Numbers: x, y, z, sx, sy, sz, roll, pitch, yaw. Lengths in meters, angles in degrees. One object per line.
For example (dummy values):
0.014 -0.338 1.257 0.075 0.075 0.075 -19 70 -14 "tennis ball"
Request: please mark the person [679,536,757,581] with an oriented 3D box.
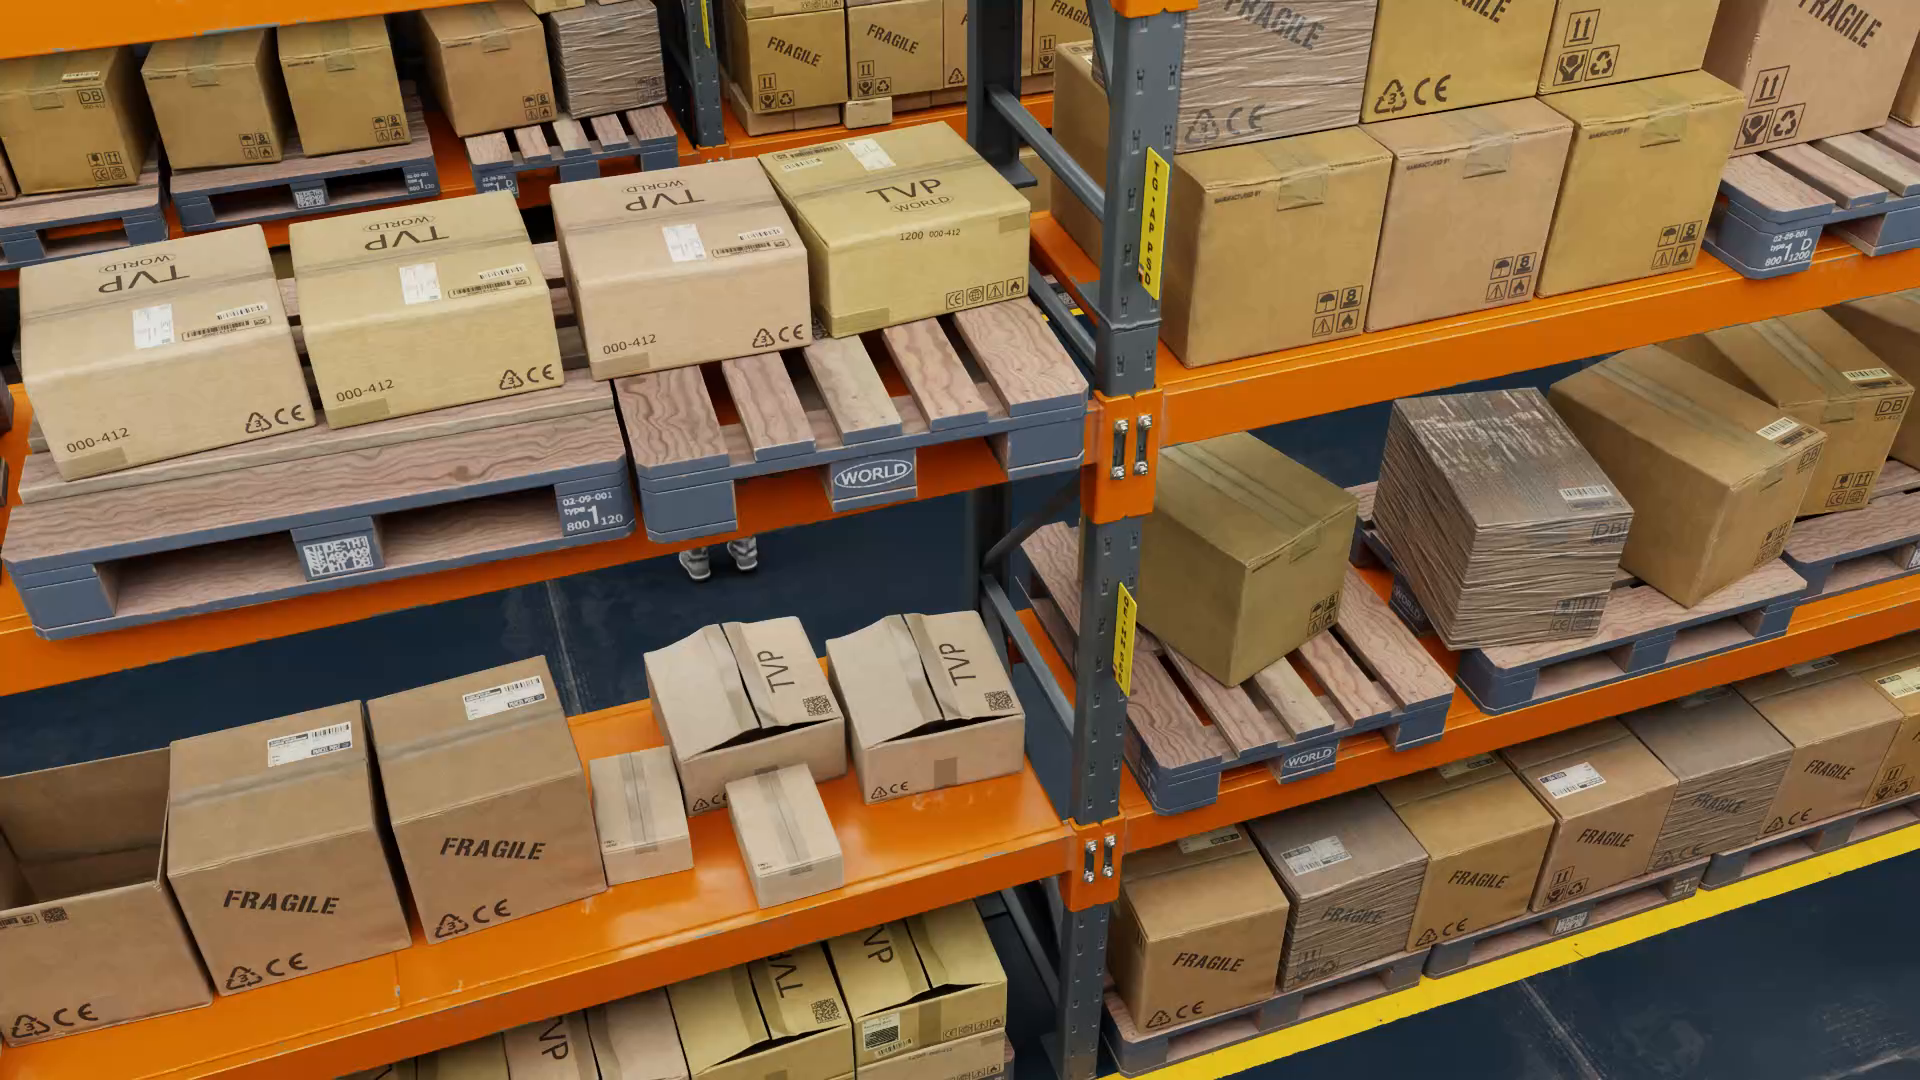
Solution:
-1.185 -0.534 7.491 0.488 1.648 0.395 -12 39 -15 "person"
